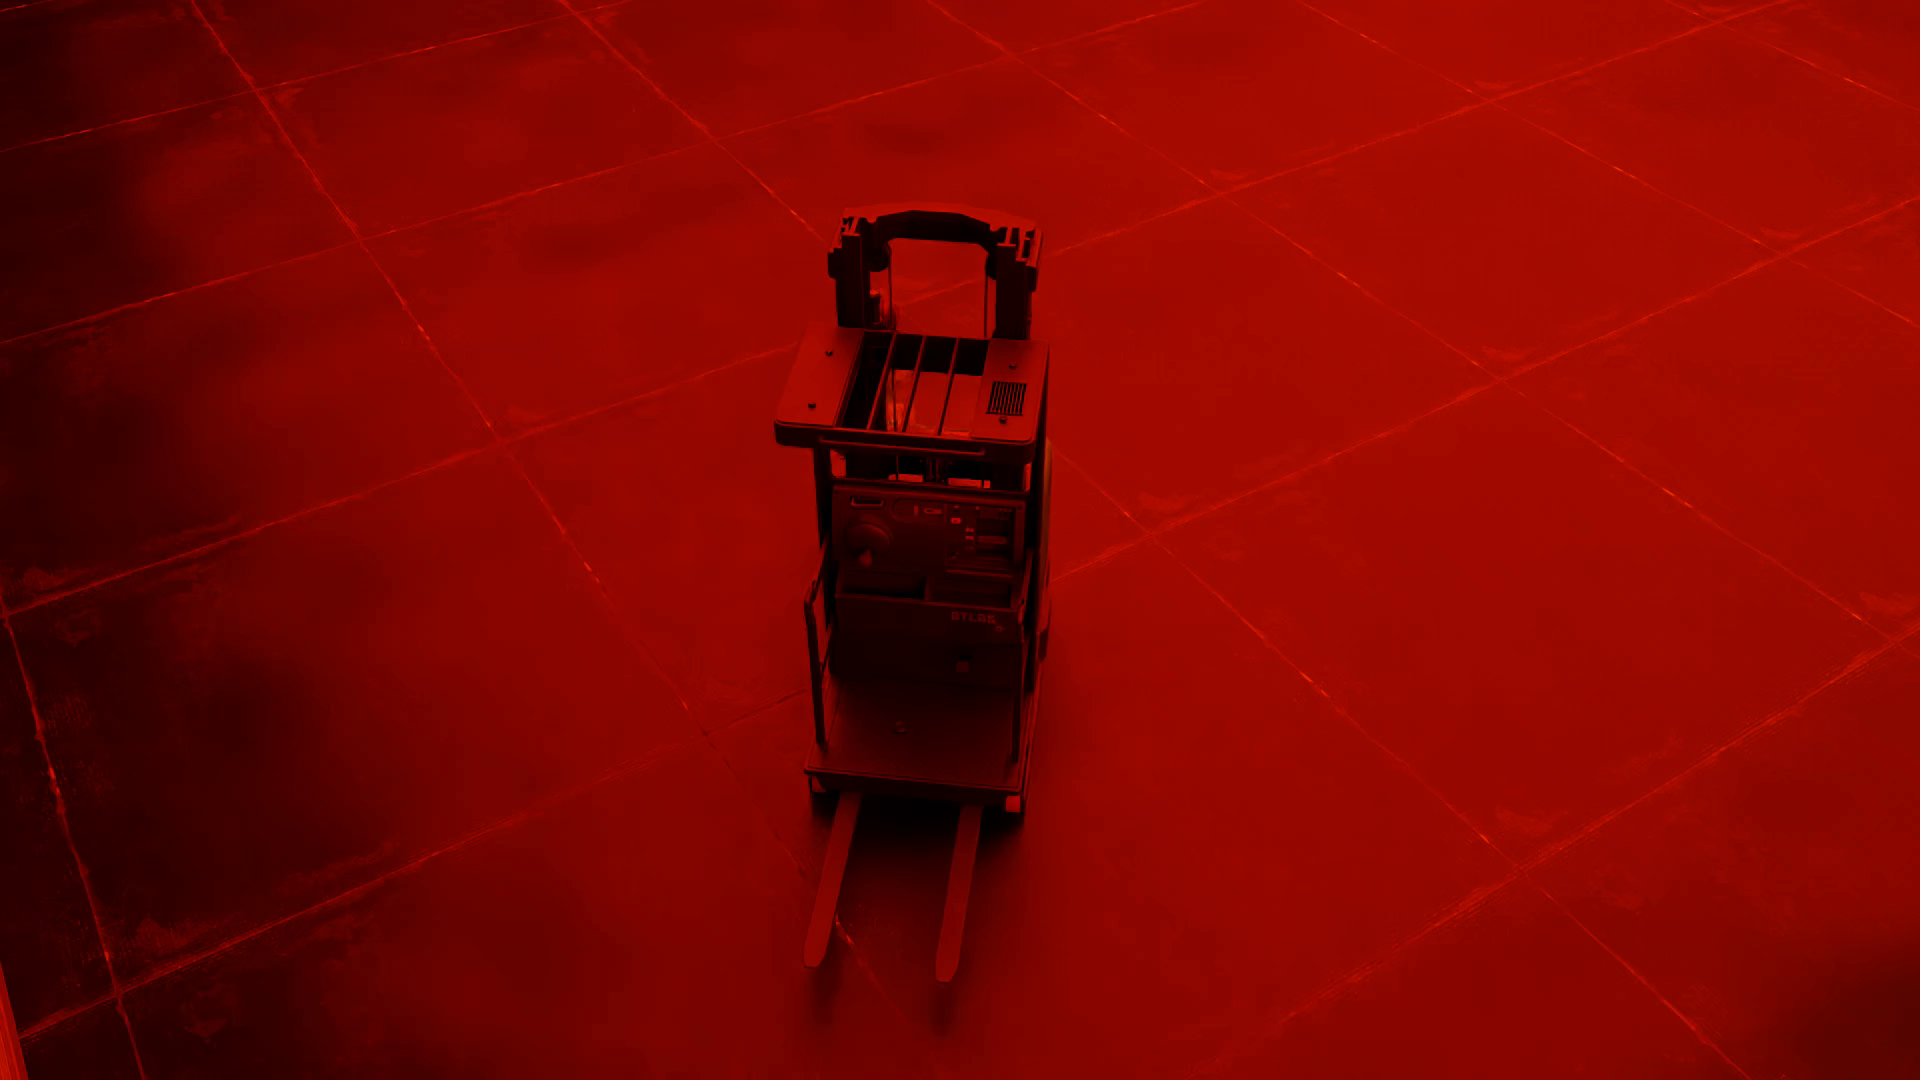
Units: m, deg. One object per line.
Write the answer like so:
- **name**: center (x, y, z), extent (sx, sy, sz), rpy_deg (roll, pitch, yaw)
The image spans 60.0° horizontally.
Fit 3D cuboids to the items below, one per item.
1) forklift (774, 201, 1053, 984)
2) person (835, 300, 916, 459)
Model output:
- **forklift**: center (-0.180, 0.042, 7.823), extent (1.130, 2.935, 3.031), rpy_deg (5, 41, 6)
- **person**: center (-0.551, -0.881, 9.941), extent (0.818, 1.455, 0.761), rpy_deg (-10, 42, -11)
